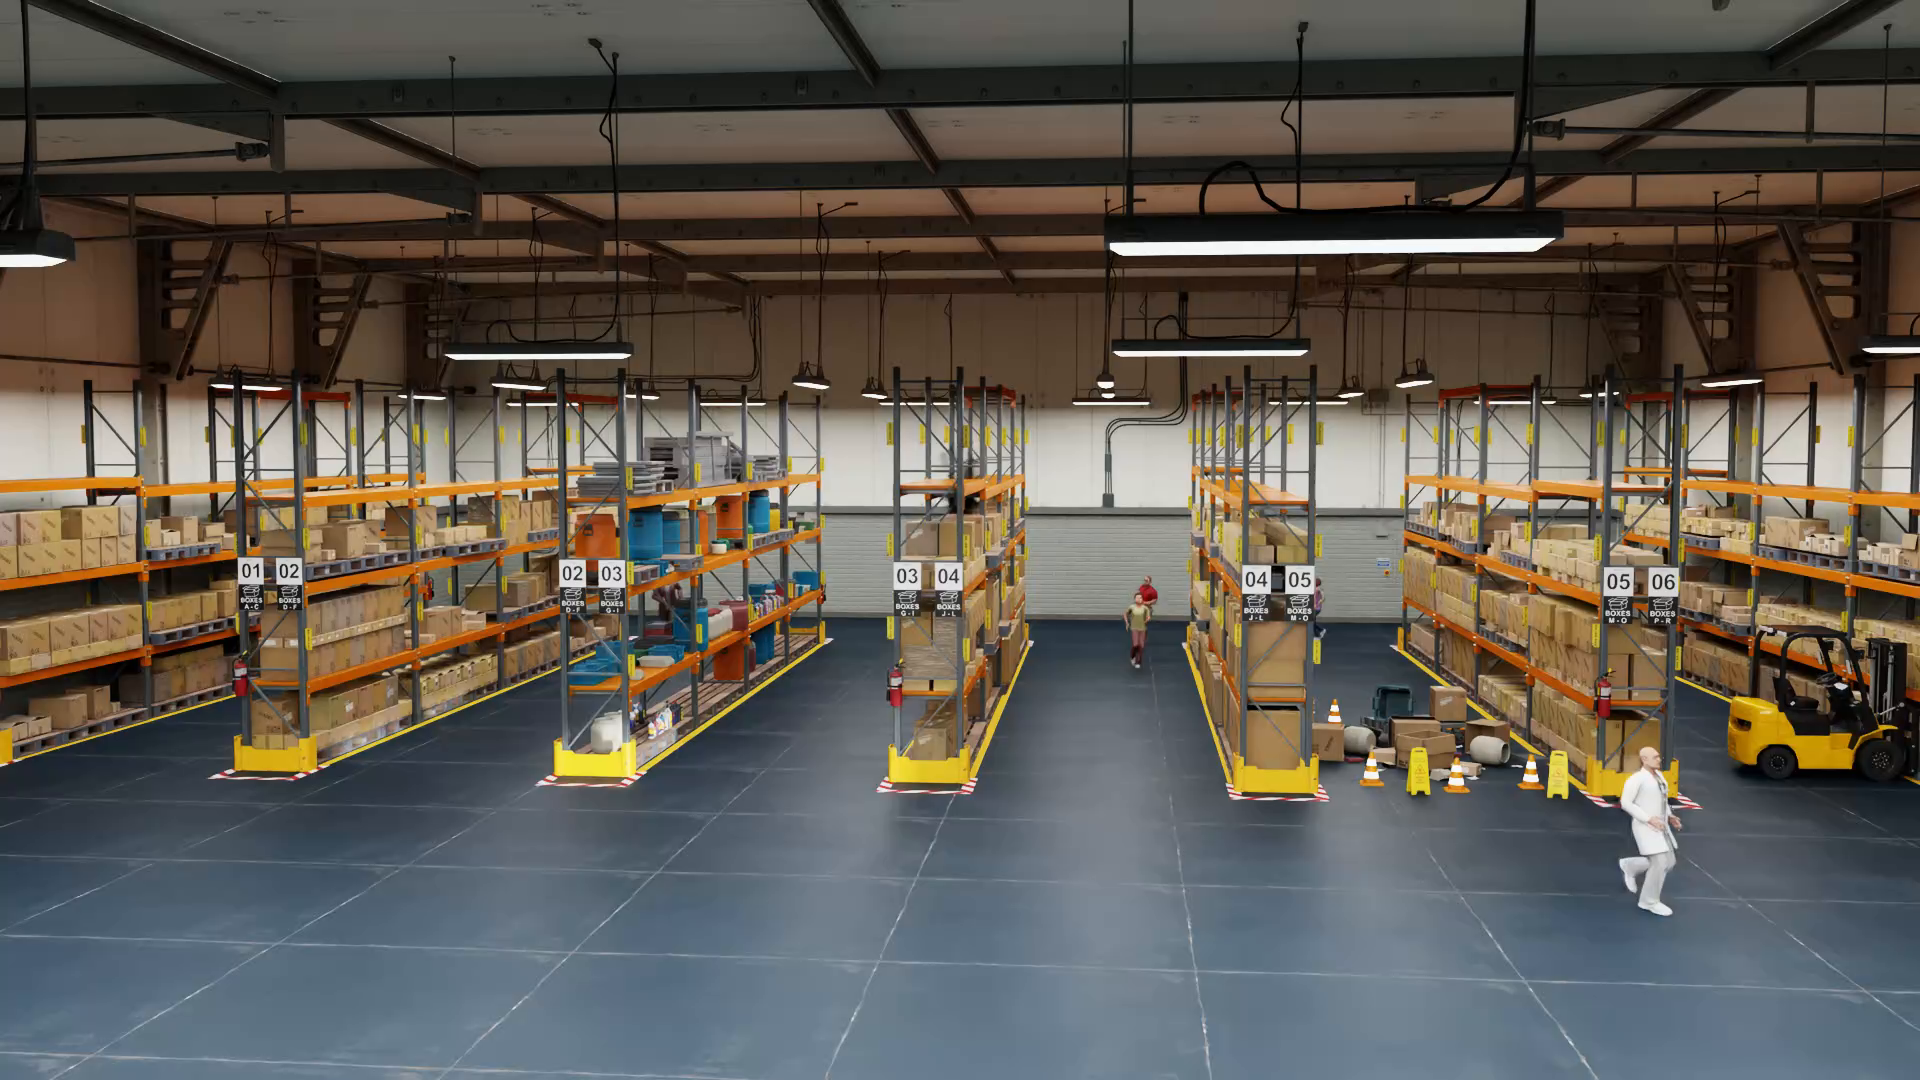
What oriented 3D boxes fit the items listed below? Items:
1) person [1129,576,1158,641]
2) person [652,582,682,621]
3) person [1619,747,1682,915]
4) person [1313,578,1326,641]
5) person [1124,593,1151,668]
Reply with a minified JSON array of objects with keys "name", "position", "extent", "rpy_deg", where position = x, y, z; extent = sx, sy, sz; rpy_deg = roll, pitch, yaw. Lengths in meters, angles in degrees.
[{"name":"person","position":[4.424,1.682,40.168],"extent":[0.614,1.644,0.787],"rpy_deg":[-3,5,-44]},{"name":"person","position":[-7.029,1.661,39.939],"extent":[0.718,1.803,0.984],"rpy_deg":[0,4,-7]},{"name":"person","position":[7.247,3.051,17.599],"extent":[0.712,1.739,0.652],"rpy_deg":[-3,4,-38]},{"name":"person","position":[8.671,1.701,40.696],"extent":[0.549,1.540,0.529],"rpy_deg":[0,4,-5]},{"name":"person","position":[3.840,1.954,35.832],"extent":[0.566,1.629,0.550],"rpy_deg":[0,4,-4]}]
